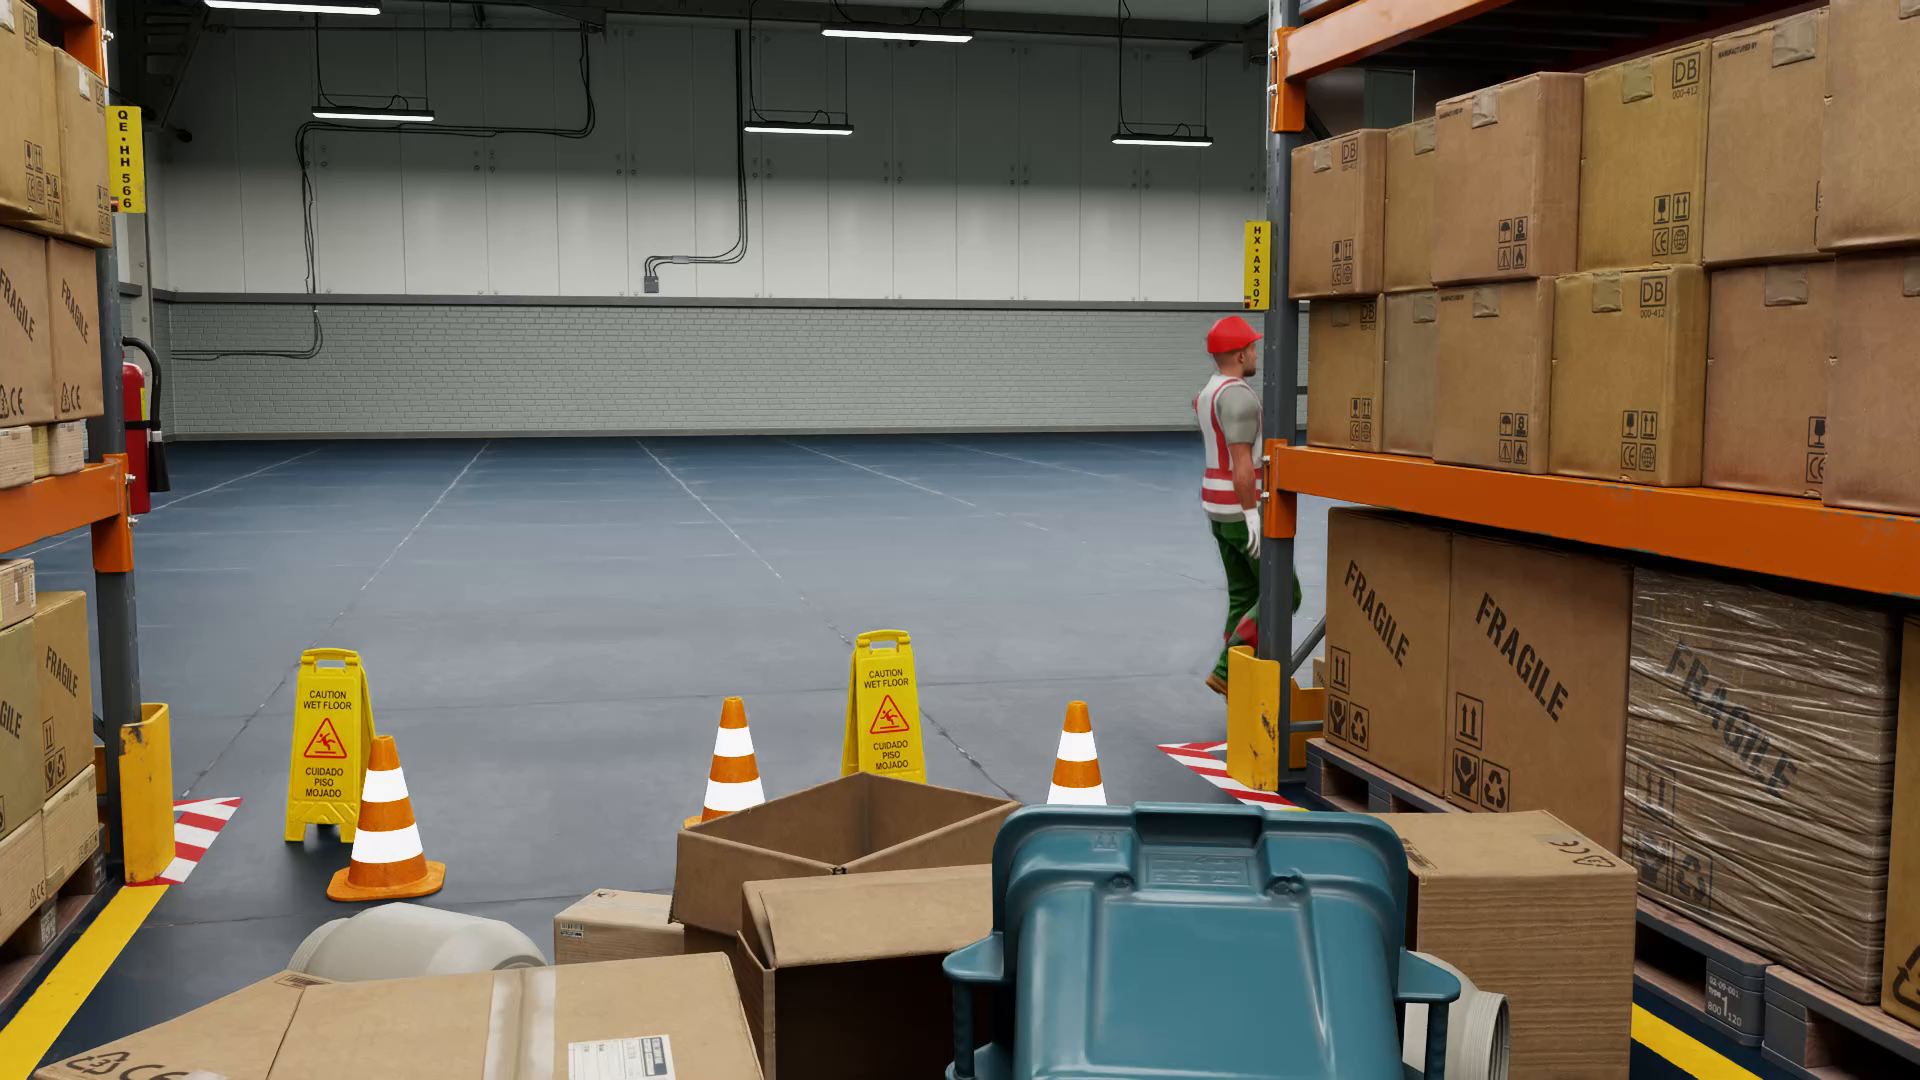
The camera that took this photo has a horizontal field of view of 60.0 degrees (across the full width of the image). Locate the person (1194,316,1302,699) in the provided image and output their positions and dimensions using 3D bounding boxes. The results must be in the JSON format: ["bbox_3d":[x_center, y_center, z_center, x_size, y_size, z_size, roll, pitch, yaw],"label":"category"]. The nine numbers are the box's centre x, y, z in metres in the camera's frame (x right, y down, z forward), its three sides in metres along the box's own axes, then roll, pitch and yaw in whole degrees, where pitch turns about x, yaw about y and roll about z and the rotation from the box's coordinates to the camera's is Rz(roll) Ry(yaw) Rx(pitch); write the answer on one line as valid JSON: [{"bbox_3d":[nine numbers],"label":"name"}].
[{"bbox_3d":[1.329,-0.103,7.494,0.496,1.797,0.599,-1,6,-7],"label":"person"}]
